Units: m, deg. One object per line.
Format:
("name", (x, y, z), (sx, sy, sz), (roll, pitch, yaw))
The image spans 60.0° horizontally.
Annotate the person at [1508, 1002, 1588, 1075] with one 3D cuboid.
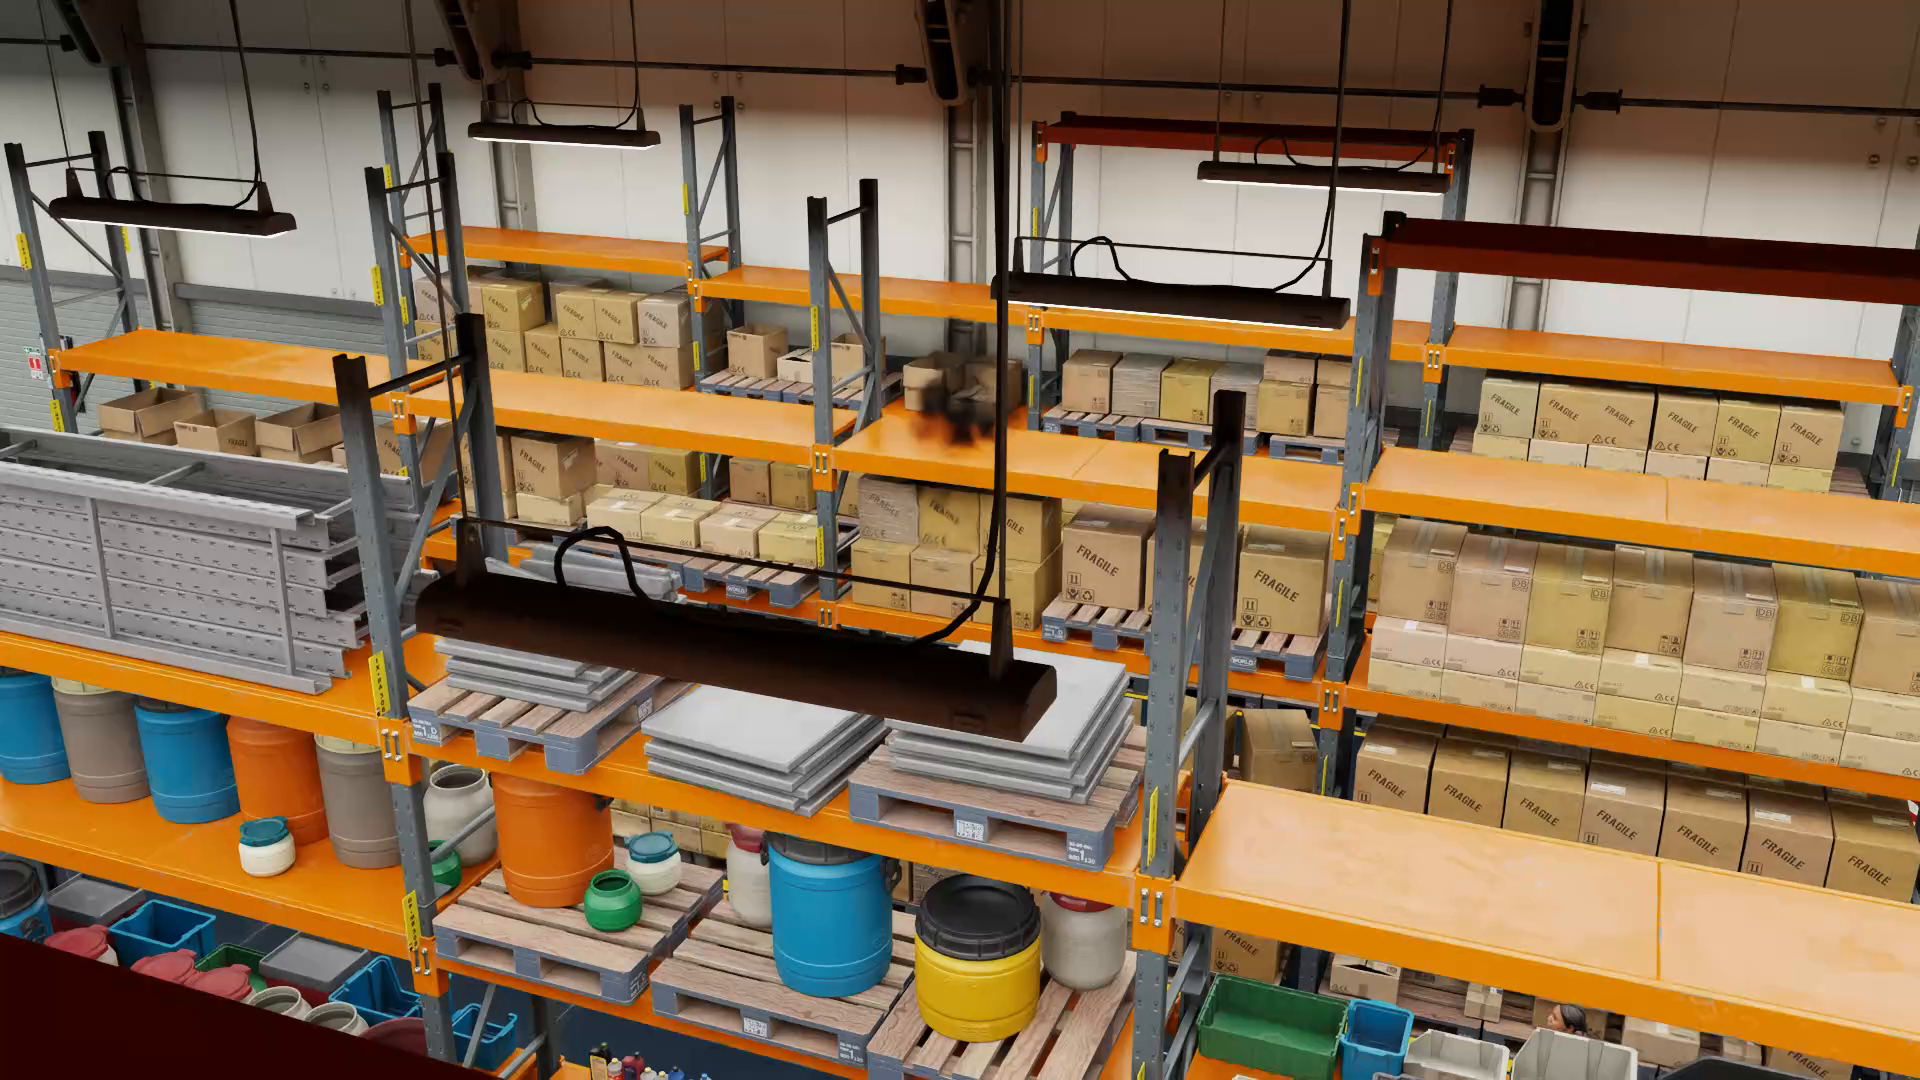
("person", (3.848, 3.638, 10.588), (0.731, 1.613, 0.550), (4, 21, 11))
